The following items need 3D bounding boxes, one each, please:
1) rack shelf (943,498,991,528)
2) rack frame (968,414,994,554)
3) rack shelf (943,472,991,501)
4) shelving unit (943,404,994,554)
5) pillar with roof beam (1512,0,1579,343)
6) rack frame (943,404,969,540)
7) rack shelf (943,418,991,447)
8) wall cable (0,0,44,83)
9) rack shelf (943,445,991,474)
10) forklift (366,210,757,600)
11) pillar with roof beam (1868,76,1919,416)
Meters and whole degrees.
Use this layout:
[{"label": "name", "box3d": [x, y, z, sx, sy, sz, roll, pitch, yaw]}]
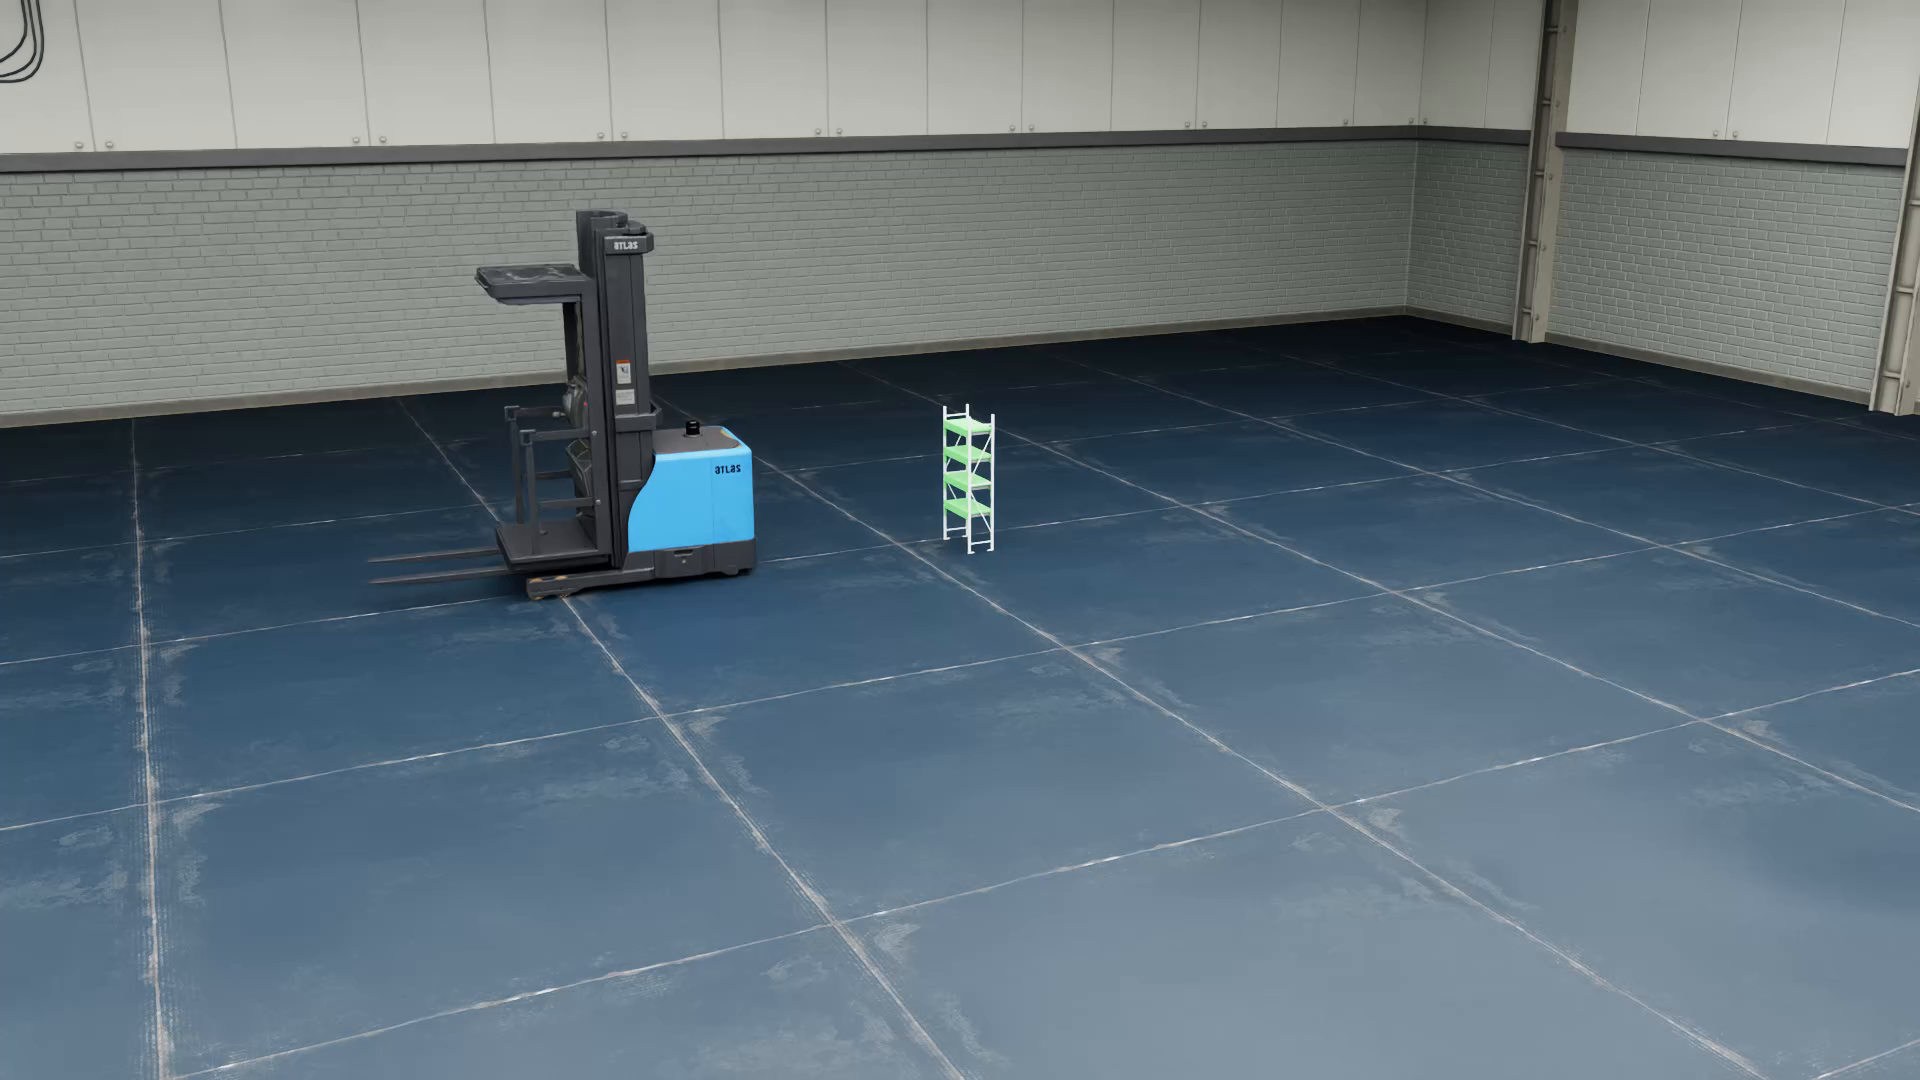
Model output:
[{"label": "rack shelf", "box3d": [0.073, -0.244, 14.526, 0.258, 0.148, 0.480, -8, 18, -25]}, {"label": "rack frame", "box3d": [0.179, -0.475, 14.231, 0.240, 1.200, 0.015, -8, 18, -25]}, {"label": "rack shelf", "box3d": [0.073, -0.474, 14.460, 0.258, 0.148, 0.480, -8, 18, -25]}, {"label": "shelving unit", "box3d": [0.073, -0.536, 14.442, 0.258, 1.200, 0.503, -8, 18, -25]}, {"label": "pillar with roof beam", "box3d": [4.801, -6.849, 22.302, 9.100, 9.000, 0.400, -8, 18, -25]}, {"label": "rack frame", "box3d": [-0.034, -0.596, 14.653, 0.240, 1.200, 0.015, -8, 18, -25]}, {"label": "rack shelf", "box3d": [0.073, -0.936, 14.327, 0.258, 0.148, 0.480, -8, 18, -25]}, {"label": "wall cable", "box3d": [-11.207, -7.231, 17.468, 2.305, 6.003, 0.169, -8, 18, -25]}, {"label": "rack shelf", "box3d": [0.073, -0.705, 14.394, 0.258, 0.148, 0.480, -8, 18, -25]}, {"label": "forklift", "box3d": [-3.251, -1.100, 13.271, 3.031, 2.935, 1.130, -6, 17, -20]}, {"label": "pillar with roof beam", "box3d": [7.429, -5.361, 17.118, 9.100, 9.000, 0.400, -8, 18, -25]}]
